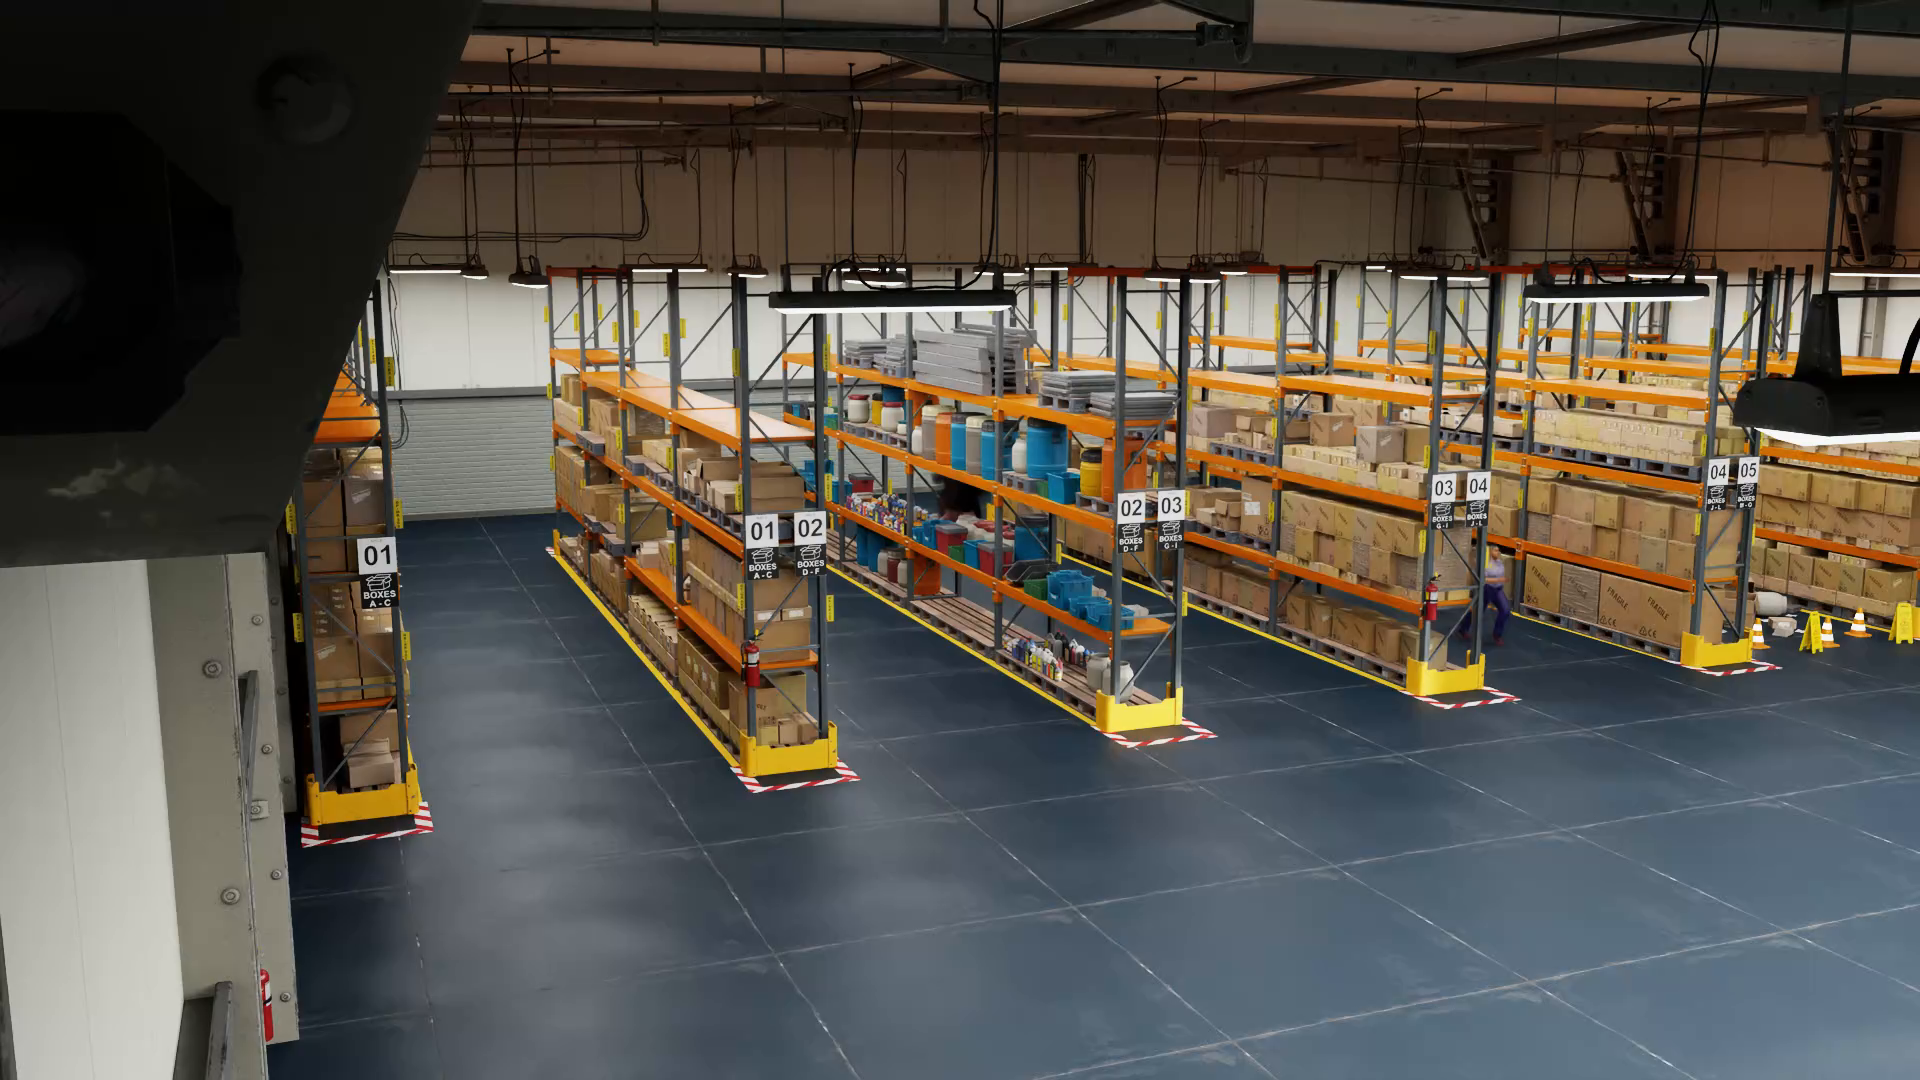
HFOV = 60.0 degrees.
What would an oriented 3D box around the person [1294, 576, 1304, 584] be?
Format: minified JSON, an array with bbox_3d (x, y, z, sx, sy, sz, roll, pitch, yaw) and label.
[{"bbox_3d":[6.379,0.265,30.667,0.562,1.555,0.620,-3,10,-18],"label":"person"}]

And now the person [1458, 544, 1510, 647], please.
[{"bbox_3d":[8.558,0.880,26.924,0.611,1.689,0.871,-6,12,-32],"label":"person"}]
